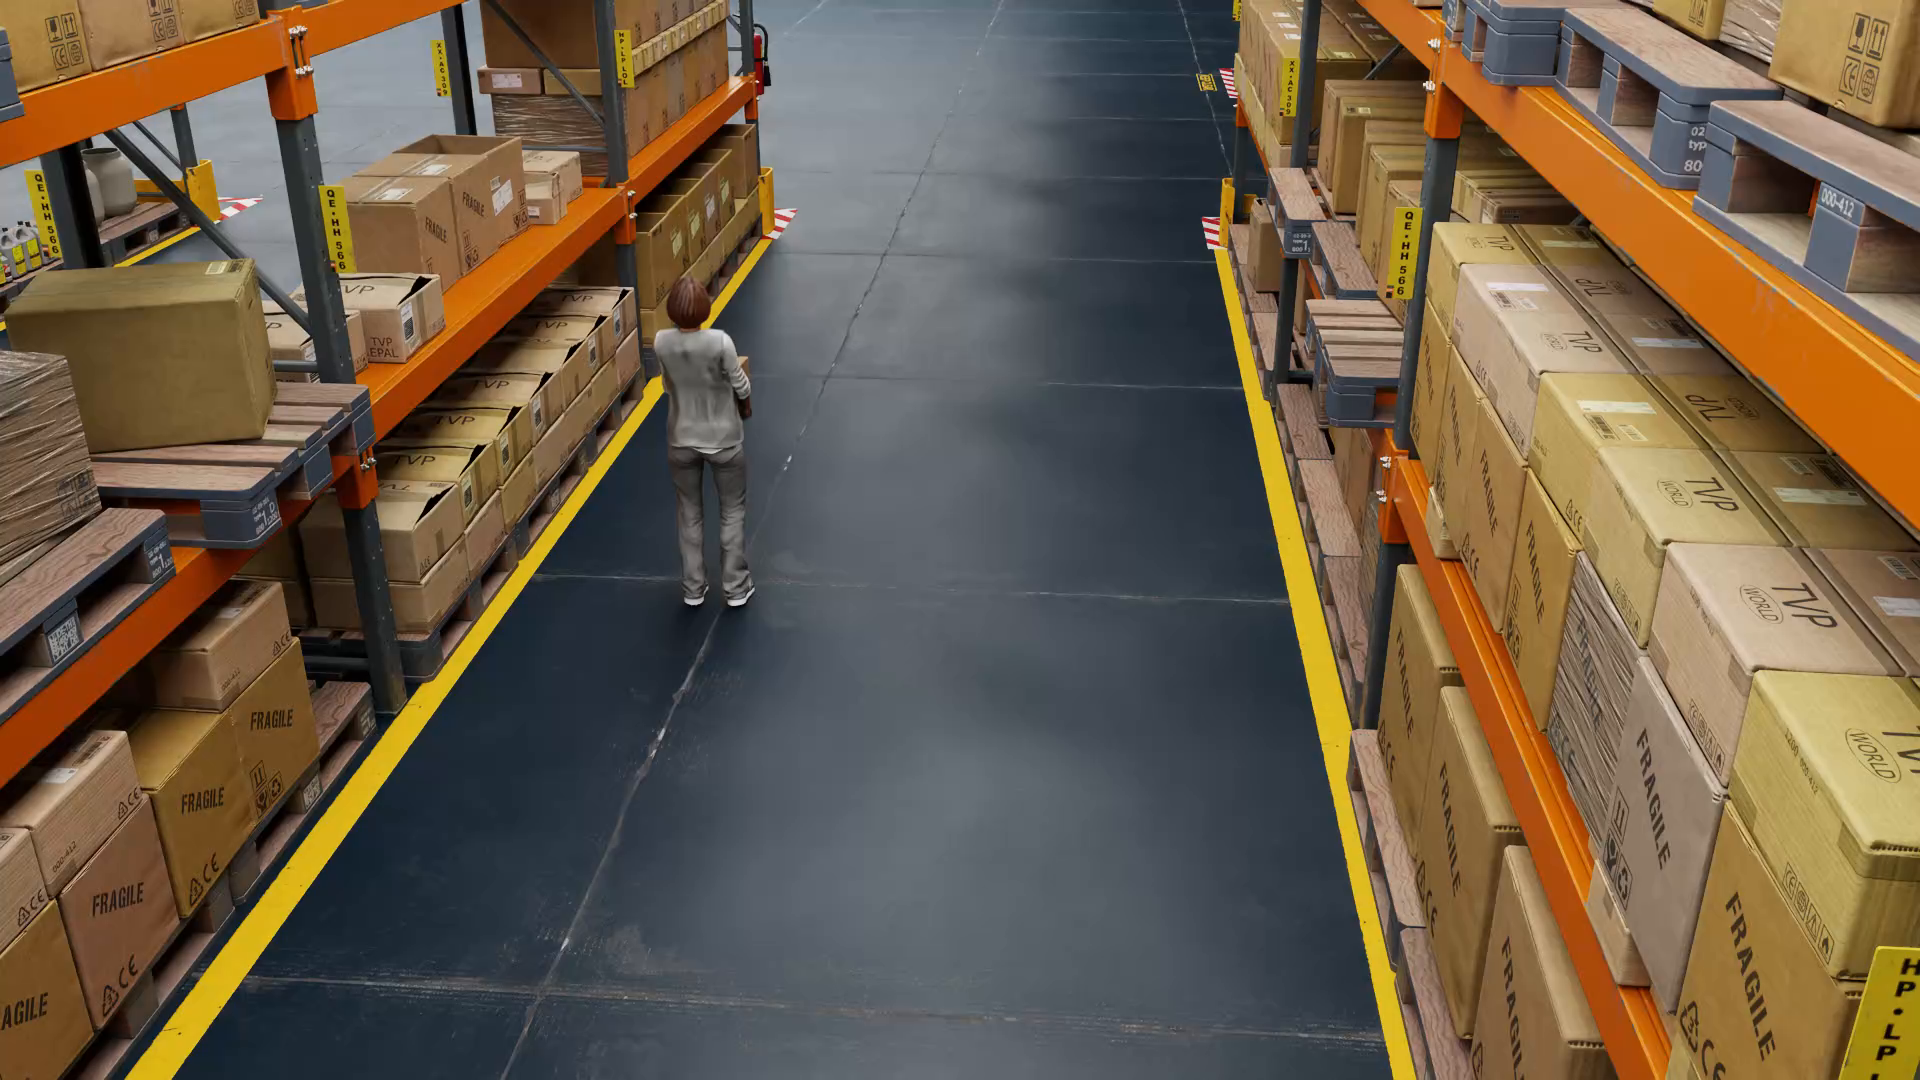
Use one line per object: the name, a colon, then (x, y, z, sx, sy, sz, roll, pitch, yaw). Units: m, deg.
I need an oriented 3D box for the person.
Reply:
person: (-1.150, -0.475, 7.649, 0.404, 1.591, 0.490, 2, 25, 5)
